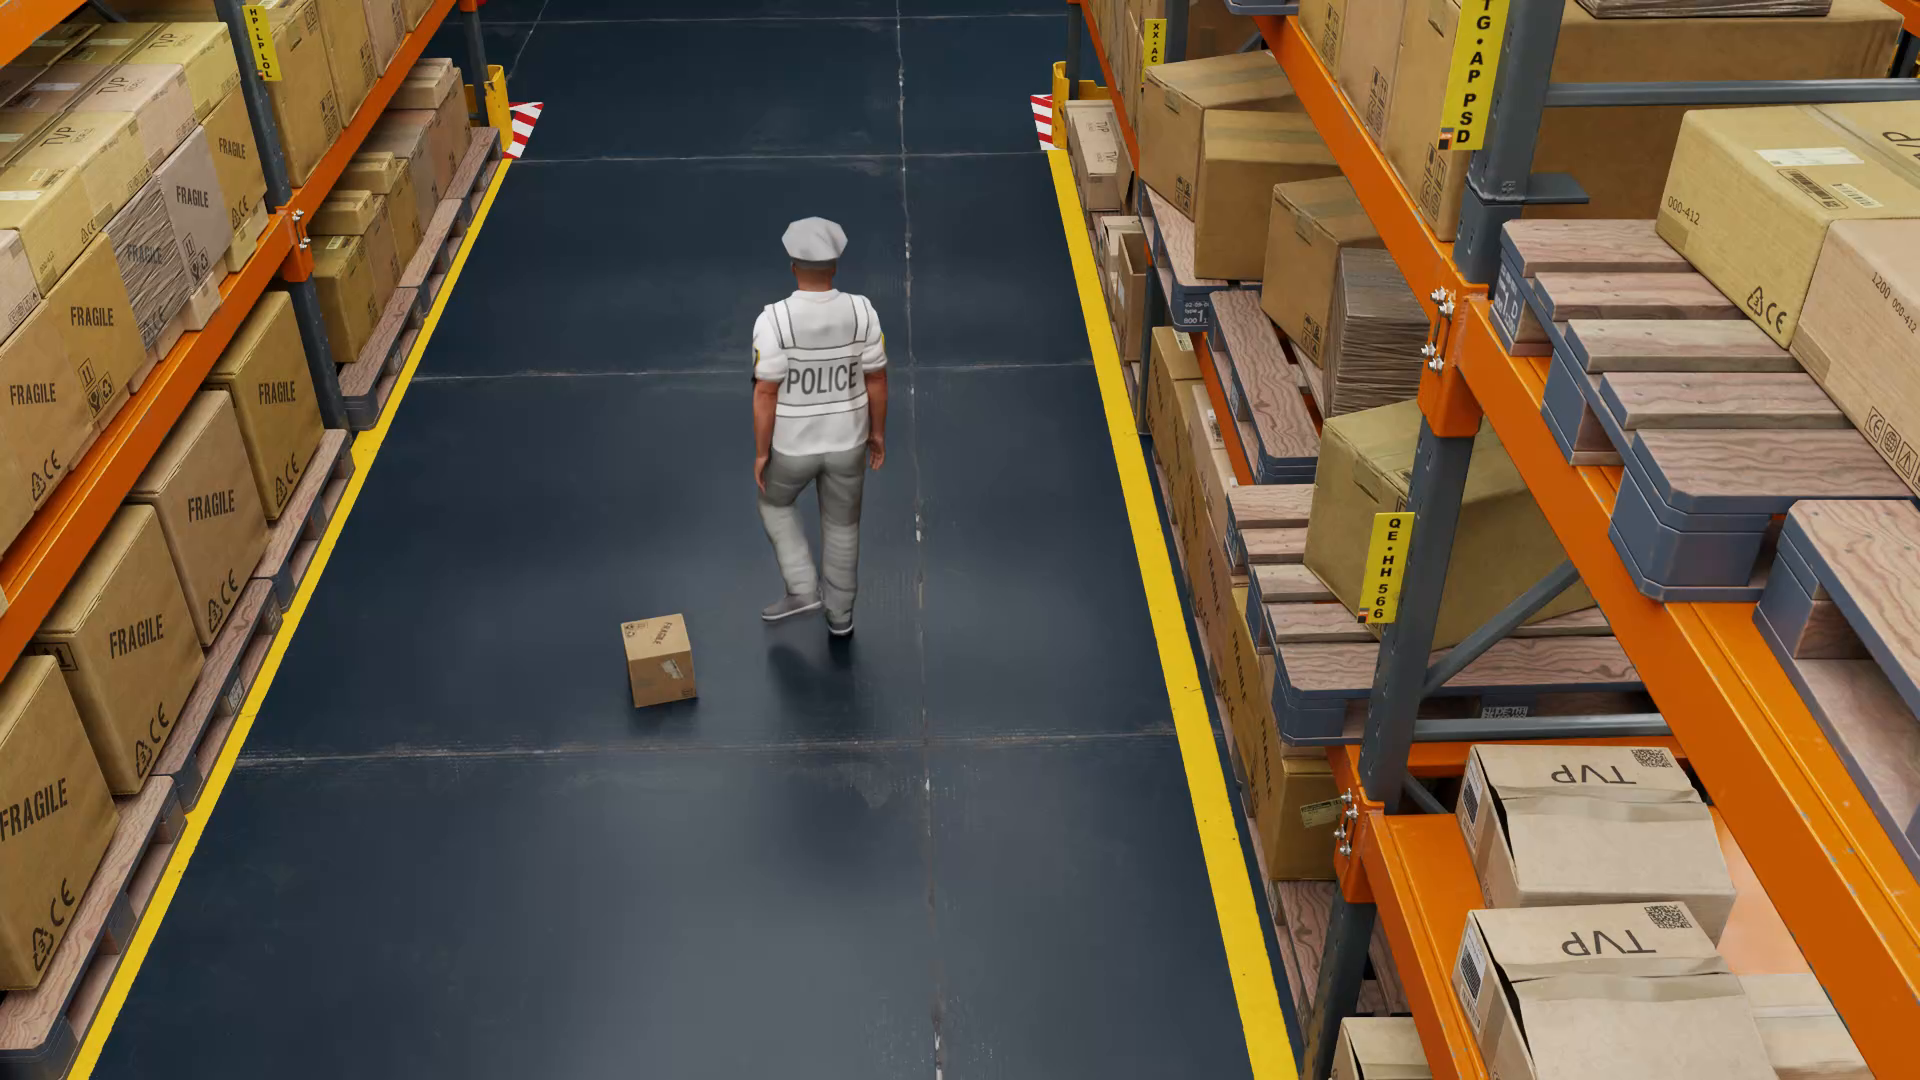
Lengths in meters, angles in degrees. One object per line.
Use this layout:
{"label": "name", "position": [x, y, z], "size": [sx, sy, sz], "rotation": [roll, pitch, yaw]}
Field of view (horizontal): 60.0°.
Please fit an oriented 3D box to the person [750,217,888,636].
{"label": "person", "position": [-0.569, -0.406, 6.688], "size": [0.591, 1.752, 0.484], "rotation": [-10, 36, -13]}
